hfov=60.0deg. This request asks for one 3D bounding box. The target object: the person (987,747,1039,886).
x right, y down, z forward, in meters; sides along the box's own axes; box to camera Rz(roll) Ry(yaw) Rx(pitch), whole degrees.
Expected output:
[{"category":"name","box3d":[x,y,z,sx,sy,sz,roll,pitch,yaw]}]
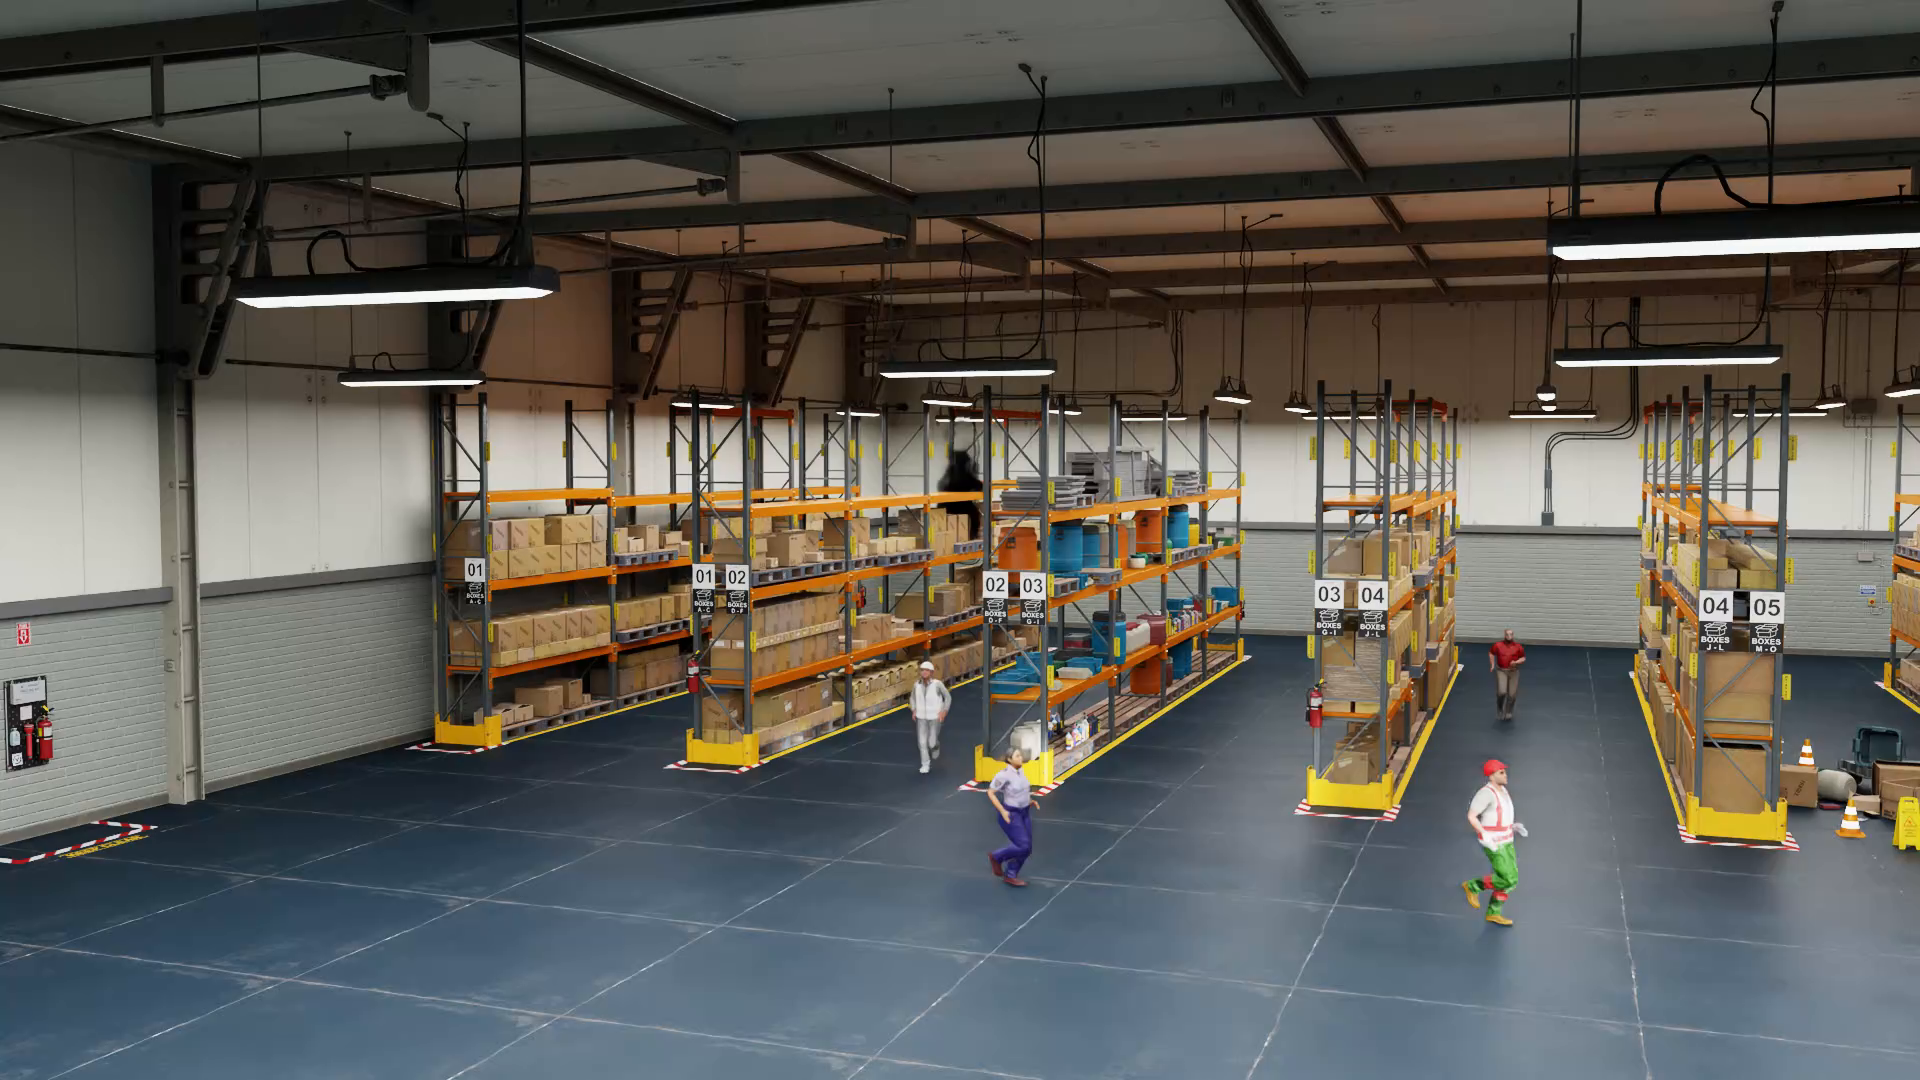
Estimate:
[{"category":"person","box3d":[0.638,3.192,19.154,0.547,1.592,0.607,2,4,34]}]

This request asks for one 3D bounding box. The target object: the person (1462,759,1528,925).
[{"category":"person","box3d":[5.674,3.195,17.644,0.601,1.738,0.658,3,4,43]}]

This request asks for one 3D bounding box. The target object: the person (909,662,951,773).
[{"category":"person","box3d":[-0.470,2.758,26.031,0.669,1.733,0.639,1,3,16]}]

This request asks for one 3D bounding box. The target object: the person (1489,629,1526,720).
[{"category":"person","box3d":[10.154,2.505,30.848,0.642,1.706,0.658,1,3,14]}]
